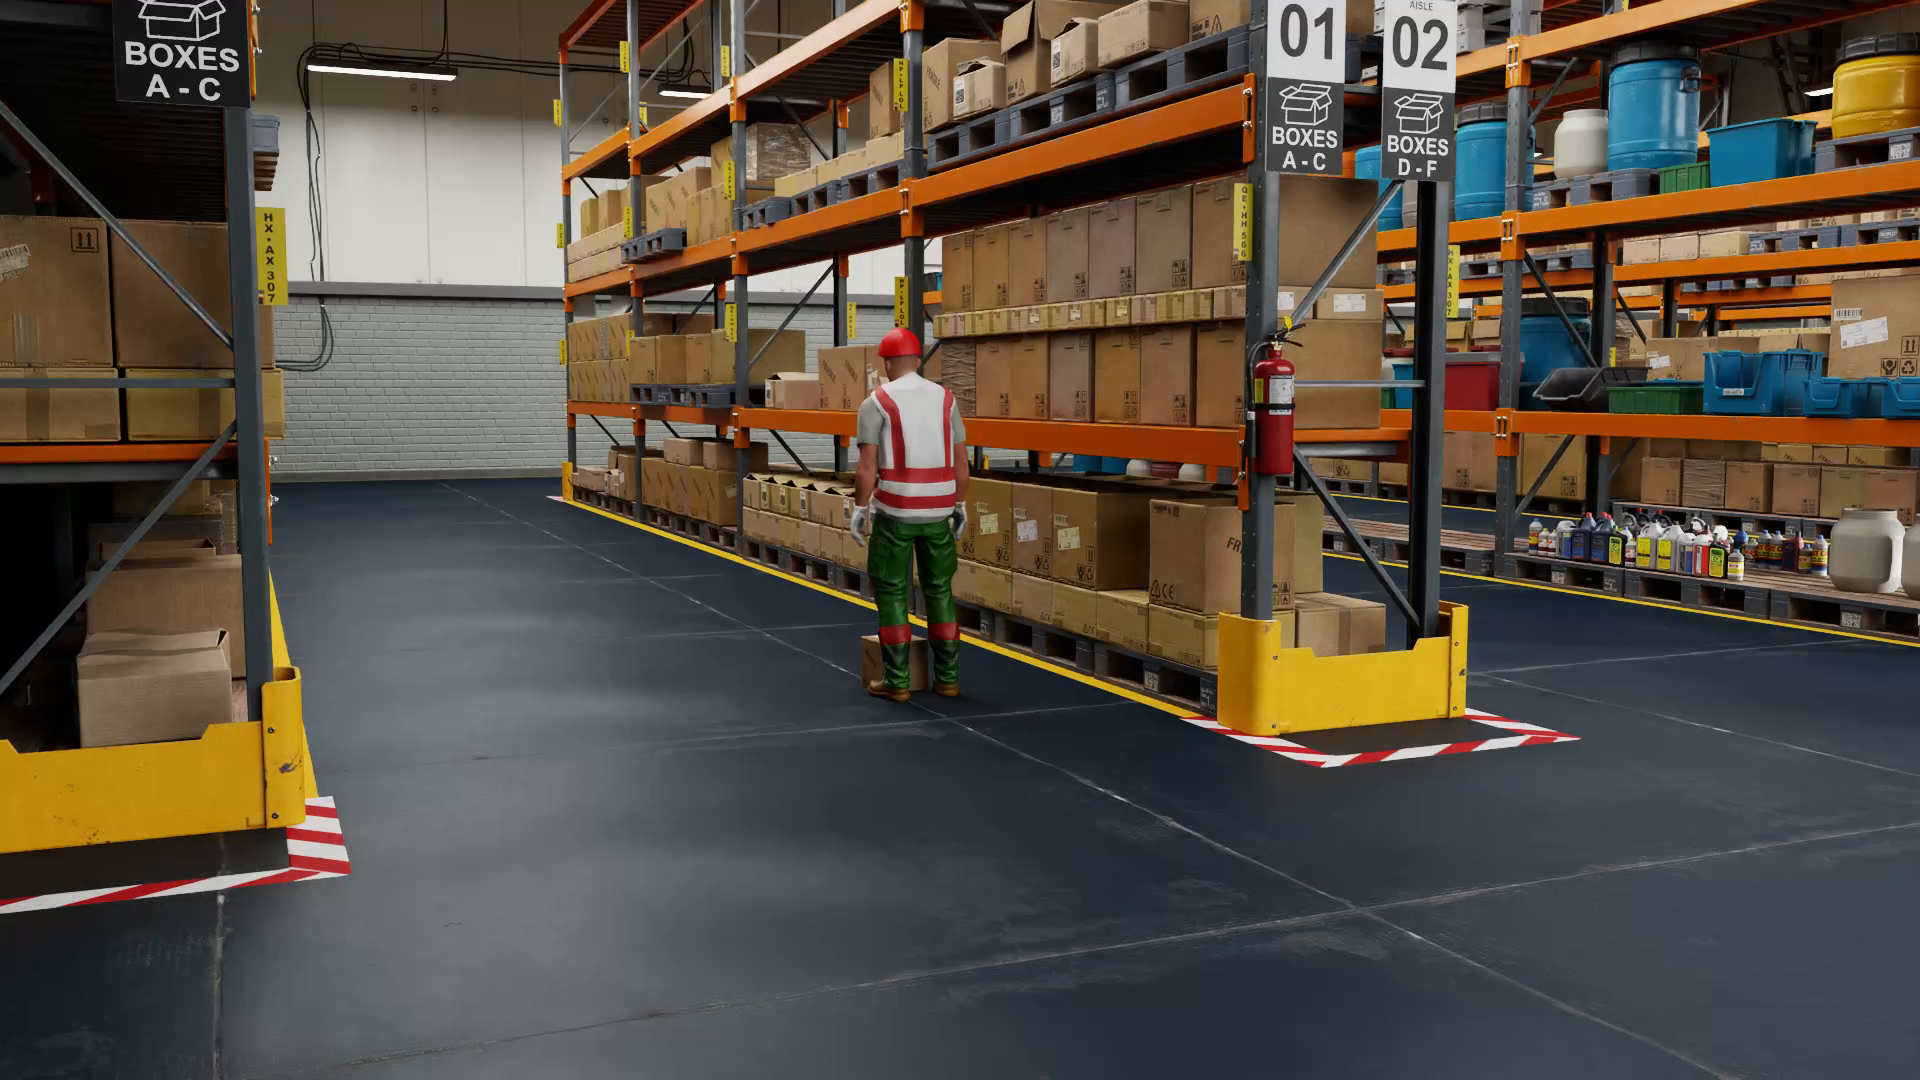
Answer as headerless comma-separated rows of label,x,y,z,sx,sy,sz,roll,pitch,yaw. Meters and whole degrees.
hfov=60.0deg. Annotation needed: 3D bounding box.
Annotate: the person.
person,-0.241,-0.128,8.010,0.613,1.776,0.456,-2,6,-24
